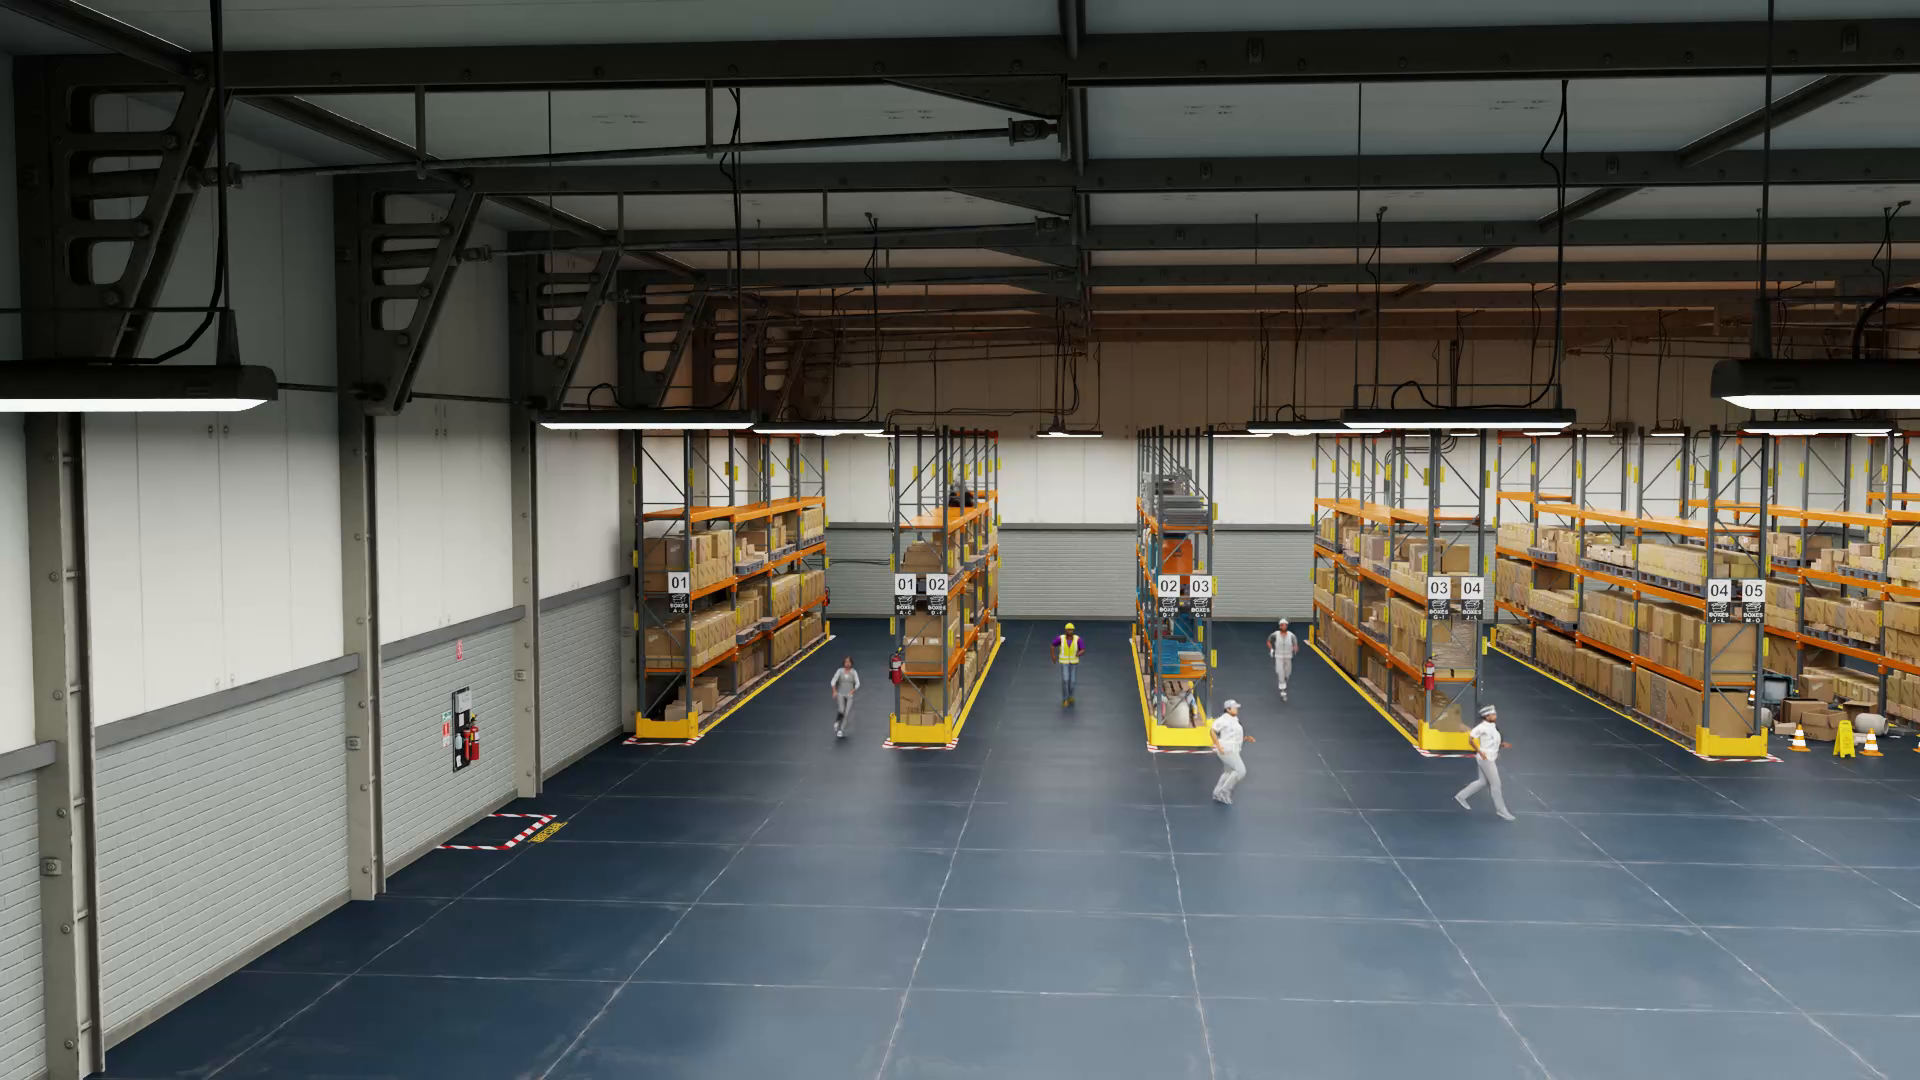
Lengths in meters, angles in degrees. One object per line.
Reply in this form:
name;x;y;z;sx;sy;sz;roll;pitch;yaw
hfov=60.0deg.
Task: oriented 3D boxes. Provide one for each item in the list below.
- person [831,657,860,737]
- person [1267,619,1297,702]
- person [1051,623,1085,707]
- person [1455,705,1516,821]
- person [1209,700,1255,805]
person;-2.191;3.023;32.032;0.547;1.537;0.467;-1;3;-9
person;7.131;2.636;36.742;0.656;1.780;0.859;0;3;1
person;2.341;2.707;35.848;0.718;1.848;0.756;0;3;-5
person;7.987;3.350;25.224;0.905;1.718;0.576;2;4;28
person;4.280;3.326;26.107;0.684;1.638;0.610;2;4;28
